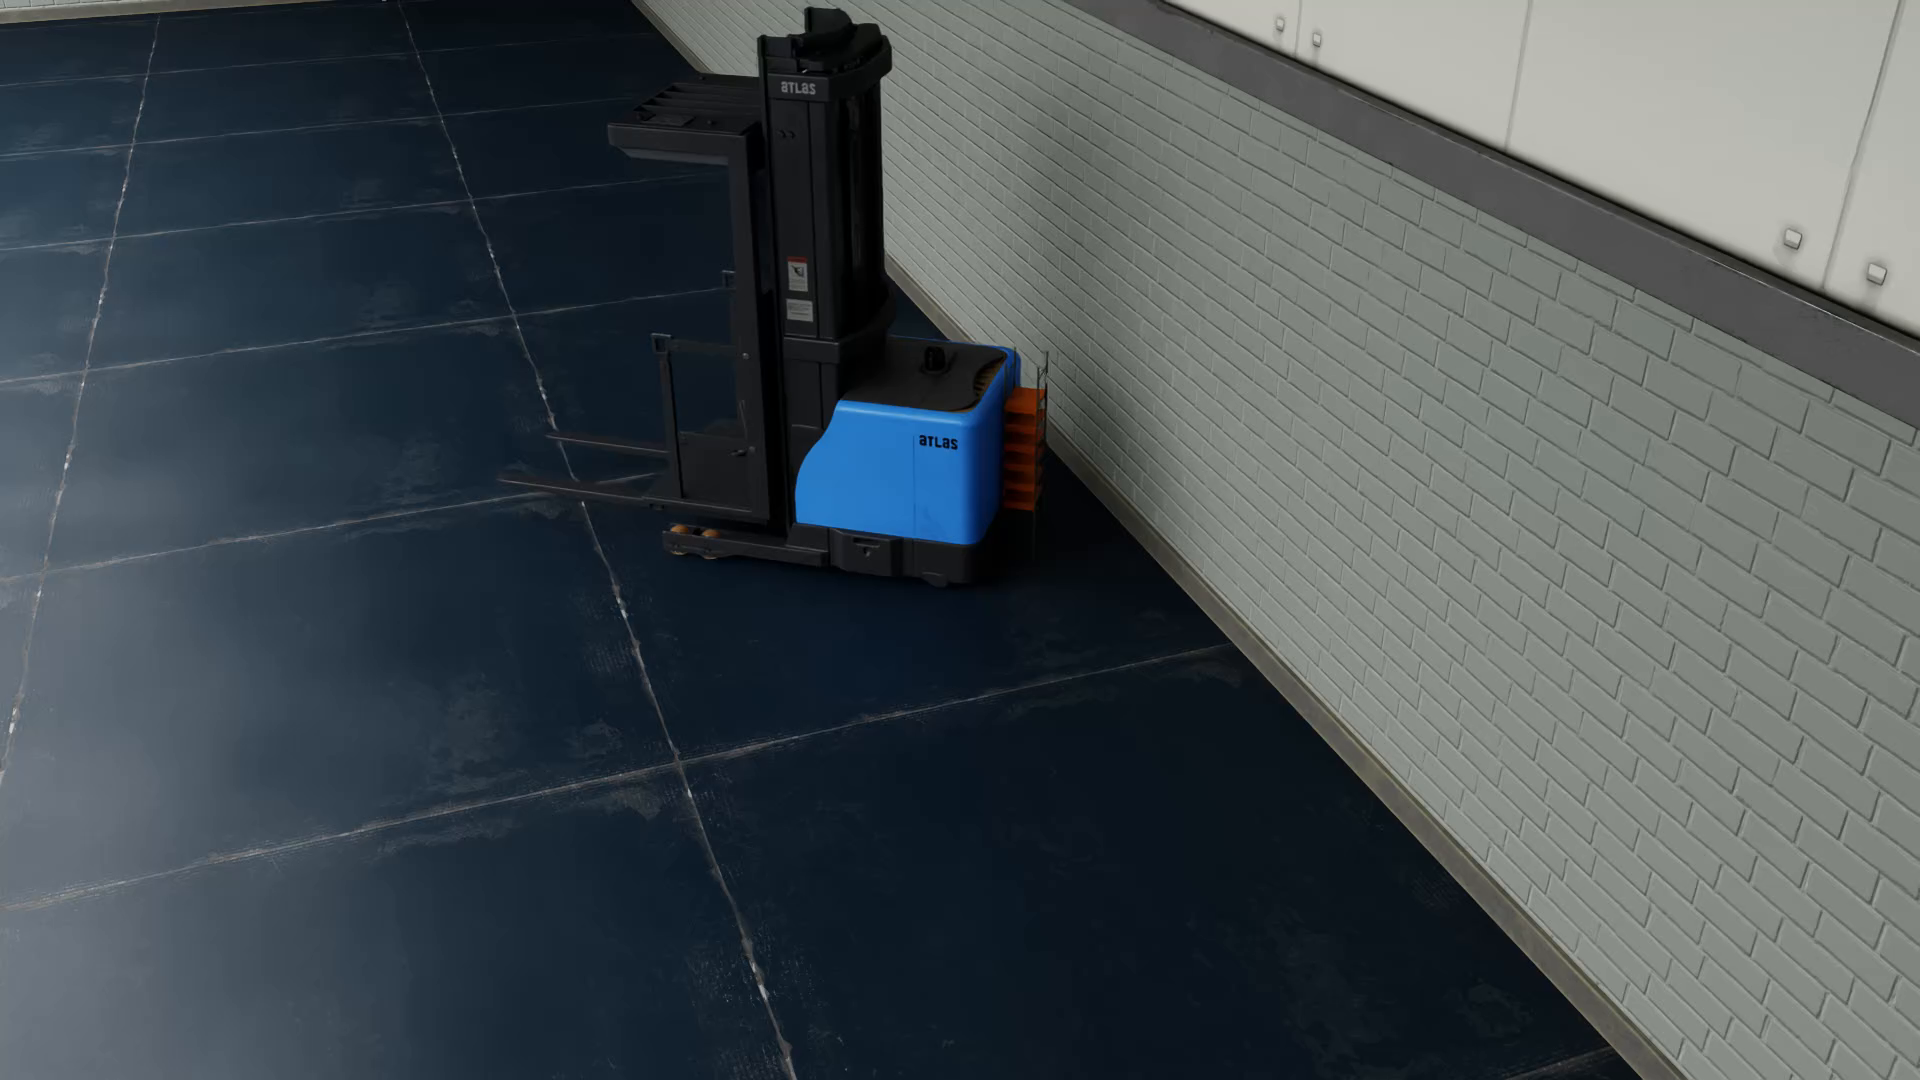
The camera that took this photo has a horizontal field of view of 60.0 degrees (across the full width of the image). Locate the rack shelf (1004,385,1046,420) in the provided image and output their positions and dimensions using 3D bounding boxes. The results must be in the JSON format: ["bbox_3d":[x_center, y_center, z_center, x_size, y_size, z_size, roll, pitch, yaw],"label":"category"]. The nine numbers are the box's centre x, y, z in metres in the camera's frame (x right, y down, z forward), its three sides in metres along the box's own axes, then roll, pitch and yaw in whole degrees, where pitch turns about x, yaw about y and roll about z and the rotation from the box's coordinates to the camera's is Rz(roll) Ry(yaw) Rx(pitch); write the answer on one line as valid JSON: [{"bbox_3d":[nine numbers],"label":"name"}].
[{"bbox_3d":[0.364,-0.753,9.223,0.180,0.103,0.258,8,31,13],"label":"rack shelf"}]

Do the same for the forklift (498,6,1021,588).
[{"bbox_3d":[-1.214,-1.404,9.254,3.031,2.935,1.130,8,31,13],"label":"forklift"}]

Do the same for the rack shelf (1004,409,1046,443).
[{"bbox_3d":[0.364,-0.649,9.282,0.180,0.103,0.258,8,31,13],"label":"rack shelf"}]

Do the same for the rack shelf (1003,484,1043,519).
[{"bbox_3d":[0.364,-0.232,9.520,0.180,0.103,0.258,8,31,13],"label":"rack shelf"}]

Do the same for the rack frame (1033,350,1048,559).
[{"bbox_3d":[0.452,-0.467,9.358,0.006,1.200,0.240,8,31,13],"label":"rack frame"}]

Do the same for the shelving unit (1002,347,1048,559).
[{"bbox_3d":[0.364,-0.479,9.379,0.189,1.200,0.258,8,31,13],"label":"shelving unit"}]

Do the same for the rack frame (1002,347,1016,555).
[{"bbox_3d":[0.276,-0.491,9.400,0.006,1.200,0.240,8,31,13],"label":"rack frame"}]

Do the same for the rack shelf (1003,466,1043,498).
[{"bbox_3d":[0.364,-0.336,9.460,0.180,0.103,0.258,8,31,13],"label":"rack shelf"}]

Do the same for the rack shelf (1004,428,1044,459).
[{"bbox_3d":[0.364,-0.545,9.341,0.180,0.103,0.258,8,31,13],"label":"rack shelf"}]

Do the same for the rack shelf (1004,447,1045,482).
[{"bbox_3d":[0.364,-0.440,9.401,0.180,0.103,0.258,8,31,13],"label":"rack shelf"}]
